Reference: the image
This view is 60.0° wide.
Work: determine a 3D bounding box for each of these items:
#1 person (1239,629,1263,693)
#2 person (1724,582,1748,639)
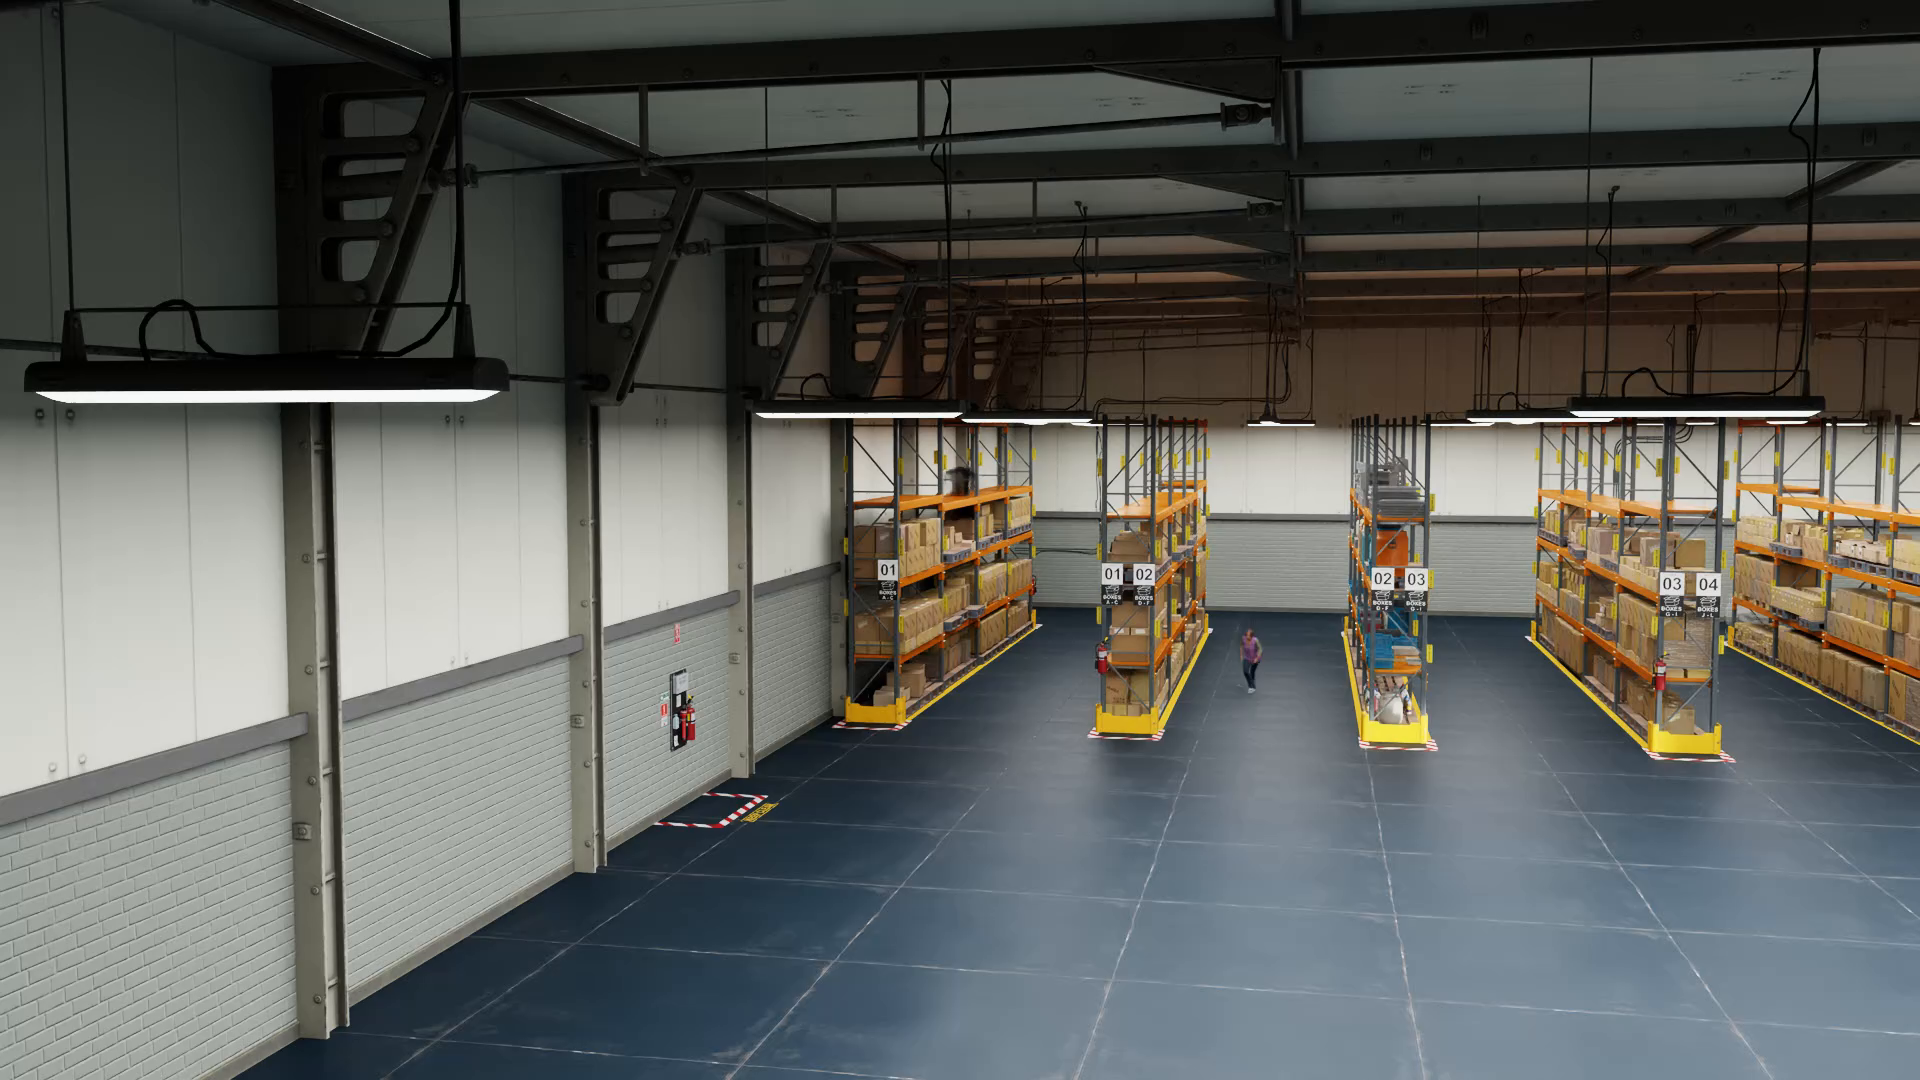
[{"bbox_3d":[6.362,2.608,36.236,0.534,1.422,0.967,1,4,19],"label":"person"},{"bbox_3d":[21.299,1.801,45.518,0.866,1.846,0.671,-2,4,-30],"label":"person"}]
